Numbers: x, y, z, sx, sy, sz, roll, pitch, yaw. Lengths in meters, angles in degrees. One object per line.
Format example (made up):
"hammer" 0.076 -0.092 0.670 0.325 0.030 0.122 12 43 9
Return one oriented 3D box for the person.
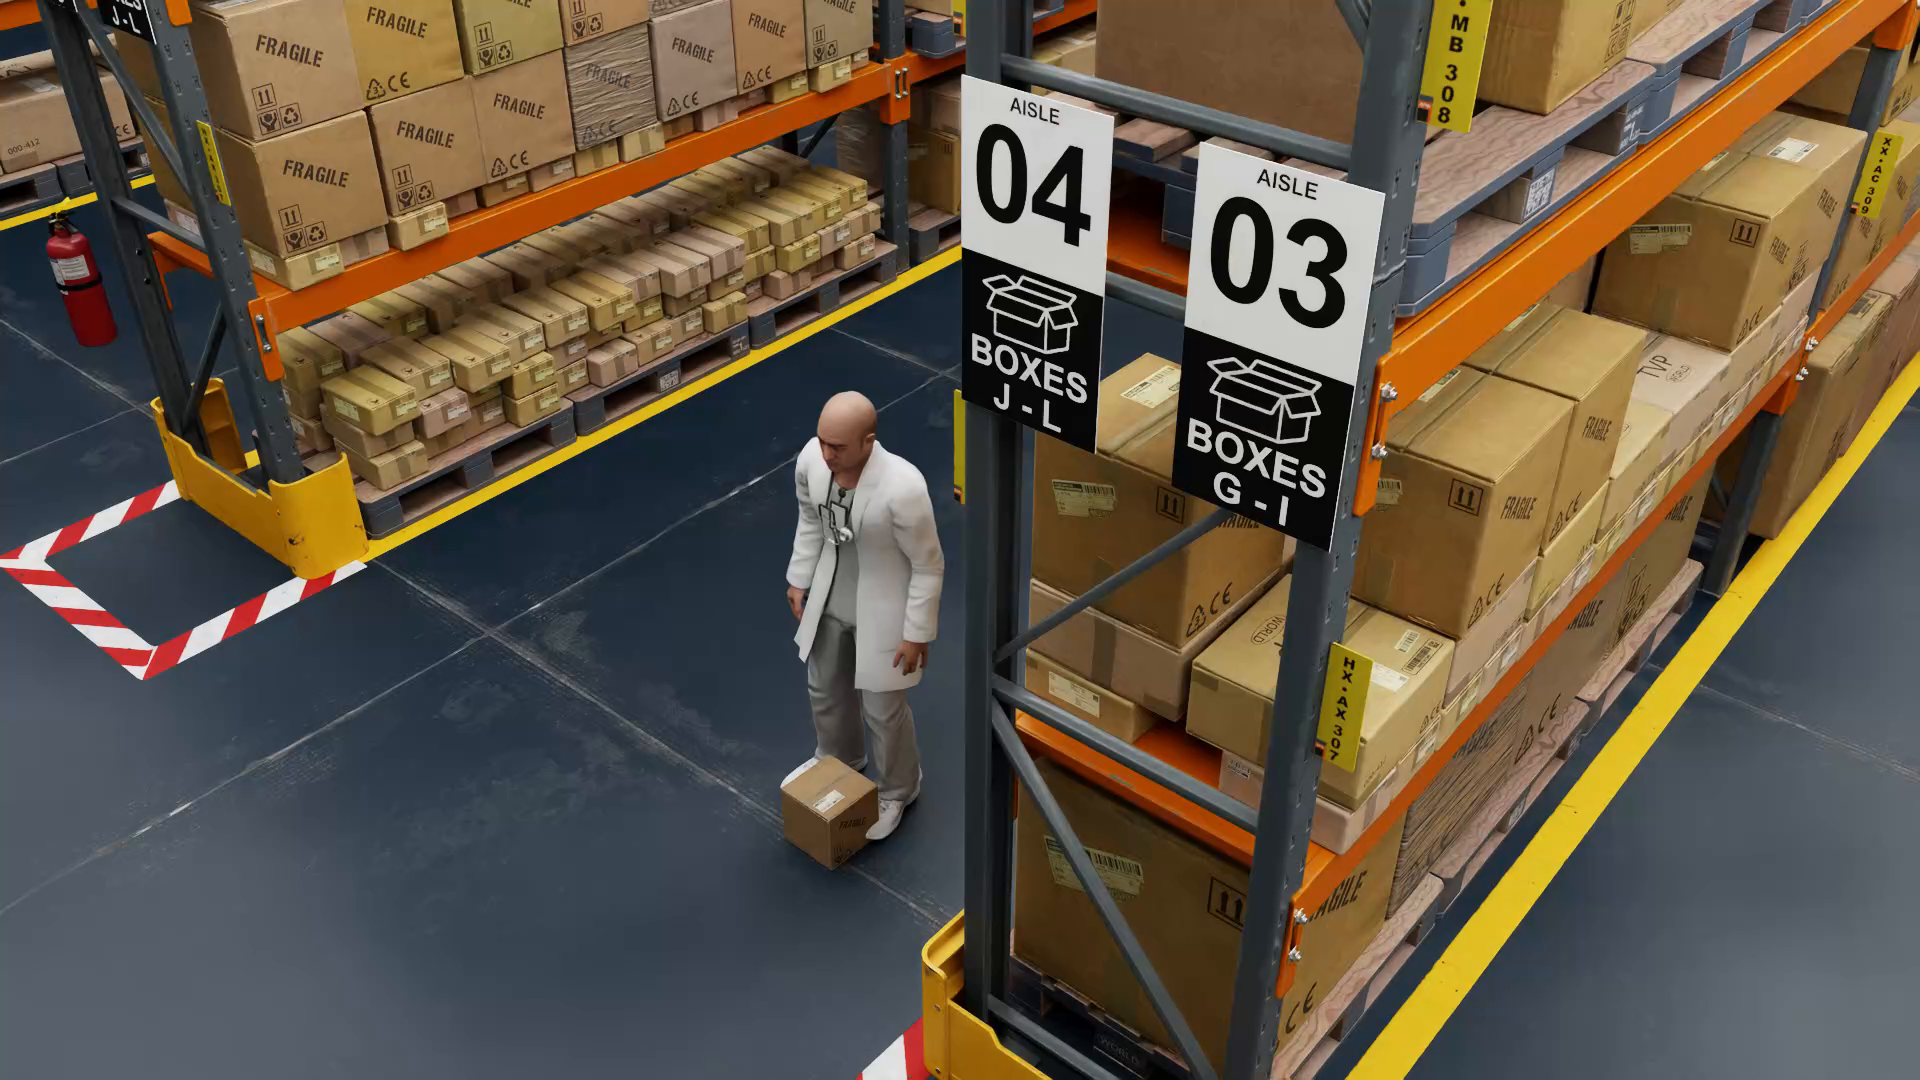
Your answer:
"person" -0.343 0.242 5.807 0.649 1.774 0.420 24 41 31
